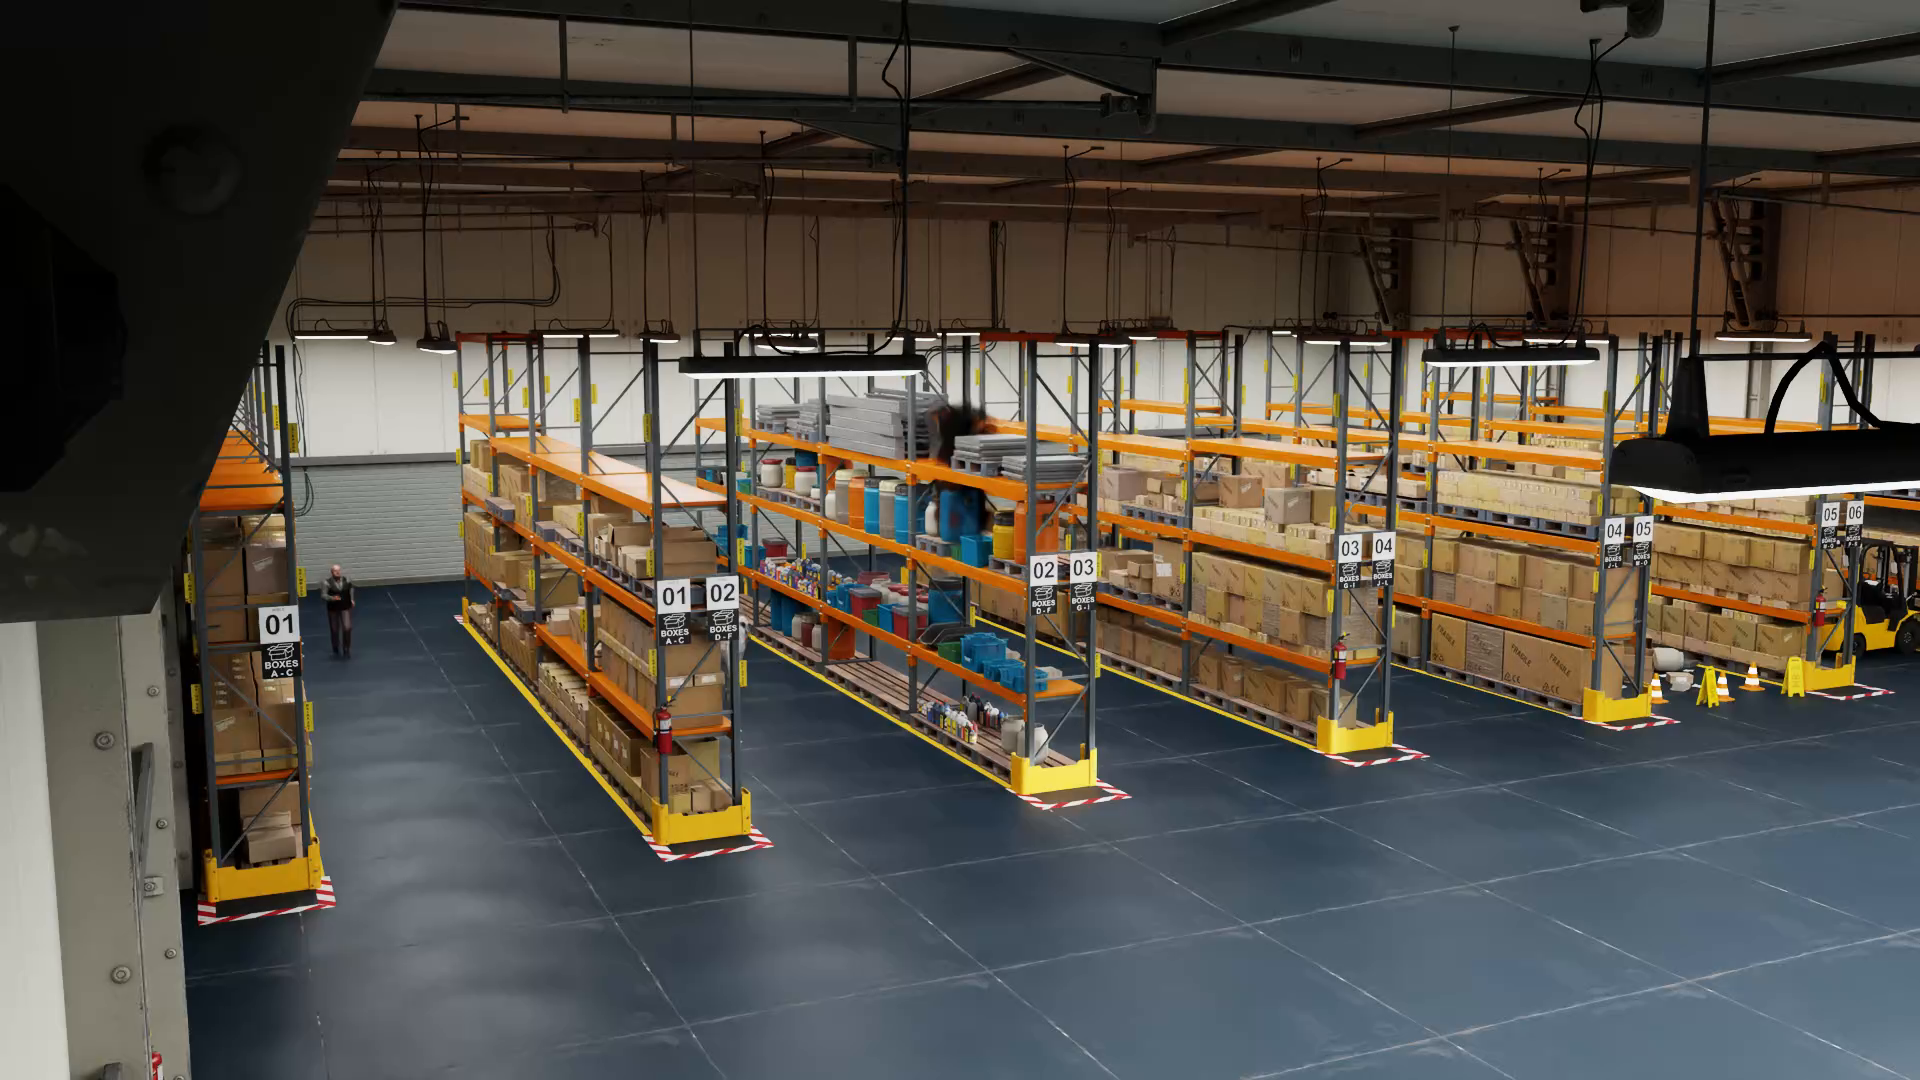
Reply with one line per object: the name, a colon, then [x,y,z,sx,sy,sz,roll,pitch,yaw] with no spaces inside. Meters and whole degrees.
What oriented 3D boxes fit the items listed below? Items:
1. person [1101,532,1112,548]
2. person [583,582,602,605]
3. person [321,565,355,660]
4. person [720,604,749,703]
person: [3.840,-0.079,41.779,0.719,1.611,0.531,-3,8,-21]
person: [-7.476,1.019,33.833,0.538,1.524,0.885,-6,10,-37]
person: [-11.505,1.339,30.806,0.611,1.775,0.833,-4,9,-27]
person: [-3.729,1.842,27.444,0.518,1.684,0.786,-5,9,-34]
